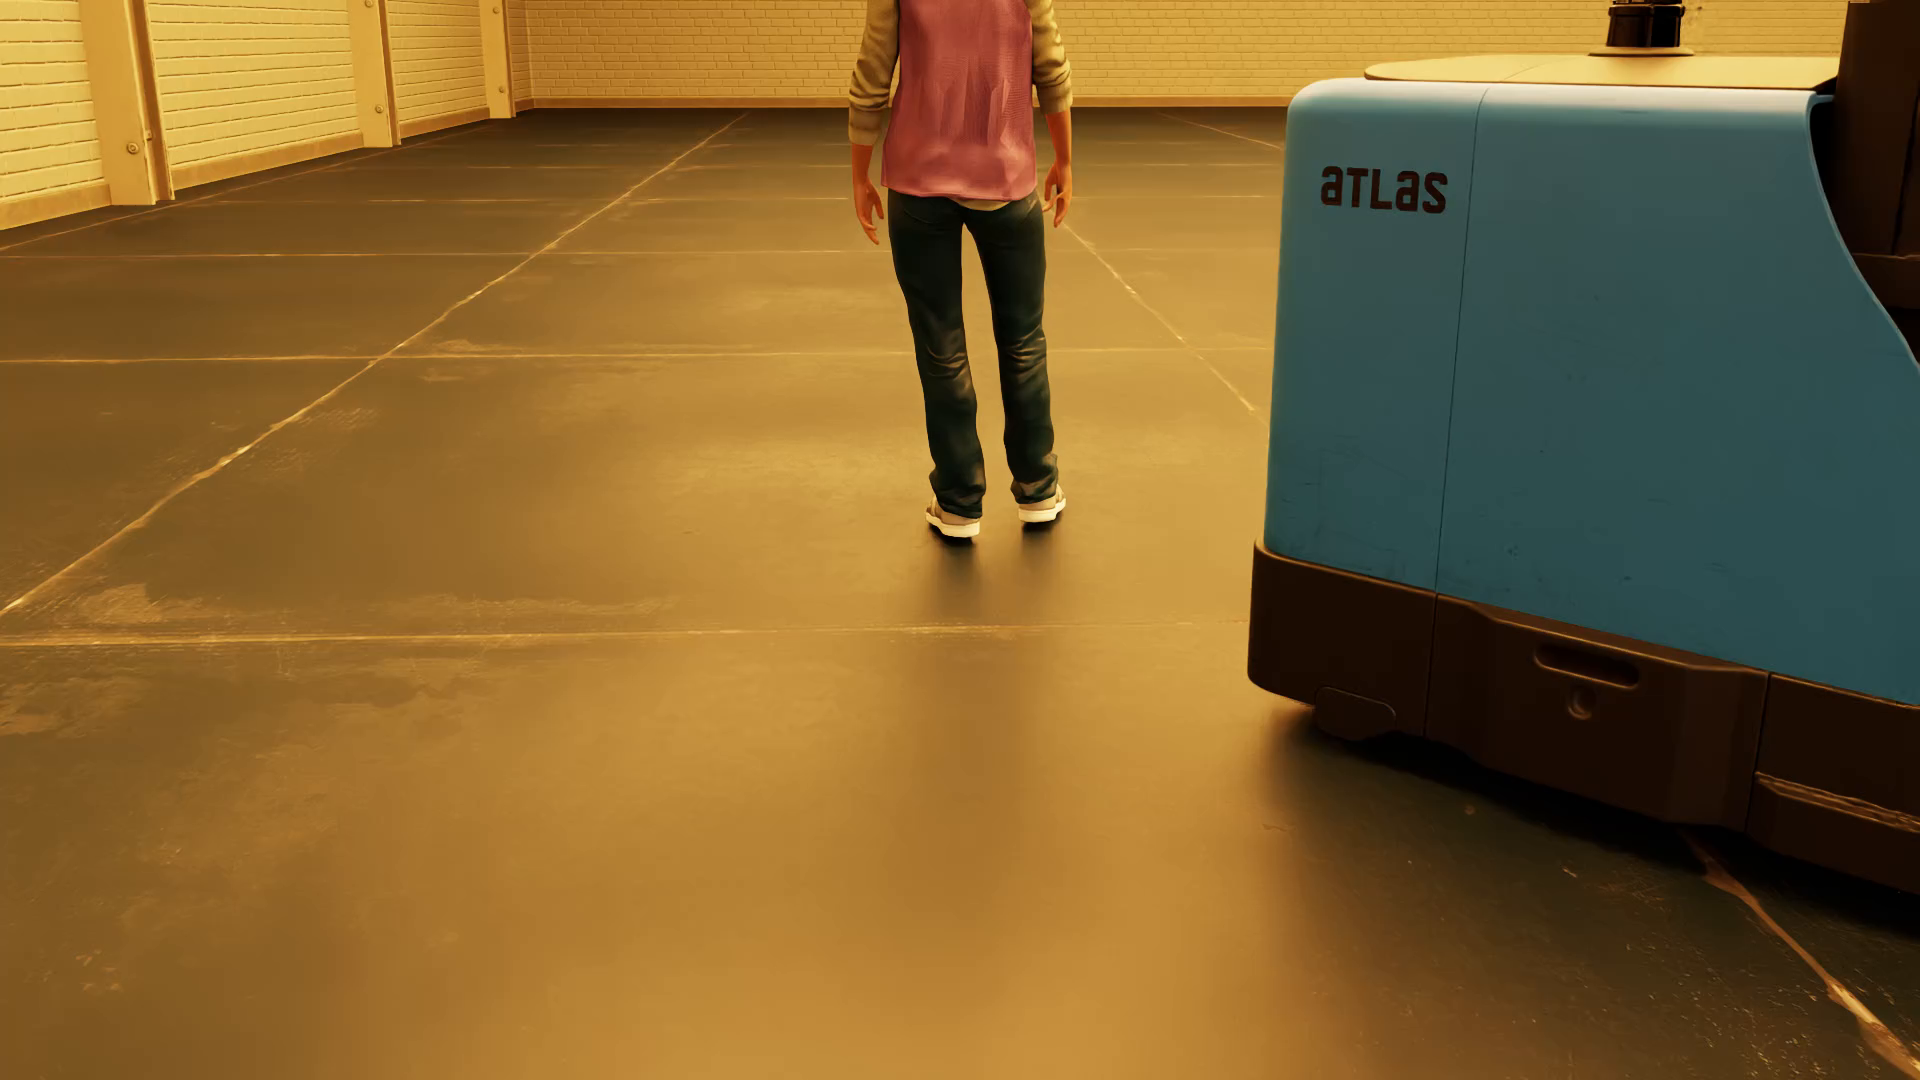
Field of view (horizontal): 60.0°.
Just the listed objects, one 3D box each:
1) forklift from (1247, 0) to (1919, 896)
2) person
[{"bbox_3d":[1.928,-0.906,1.871,3.031,2.935,1.130,15,23,40],"label":"forklift"},{"bbox_3d":[0.011,-0.793,3.754,0.519,1.598,0.475,-1,17,-3],"label":"person"}]
